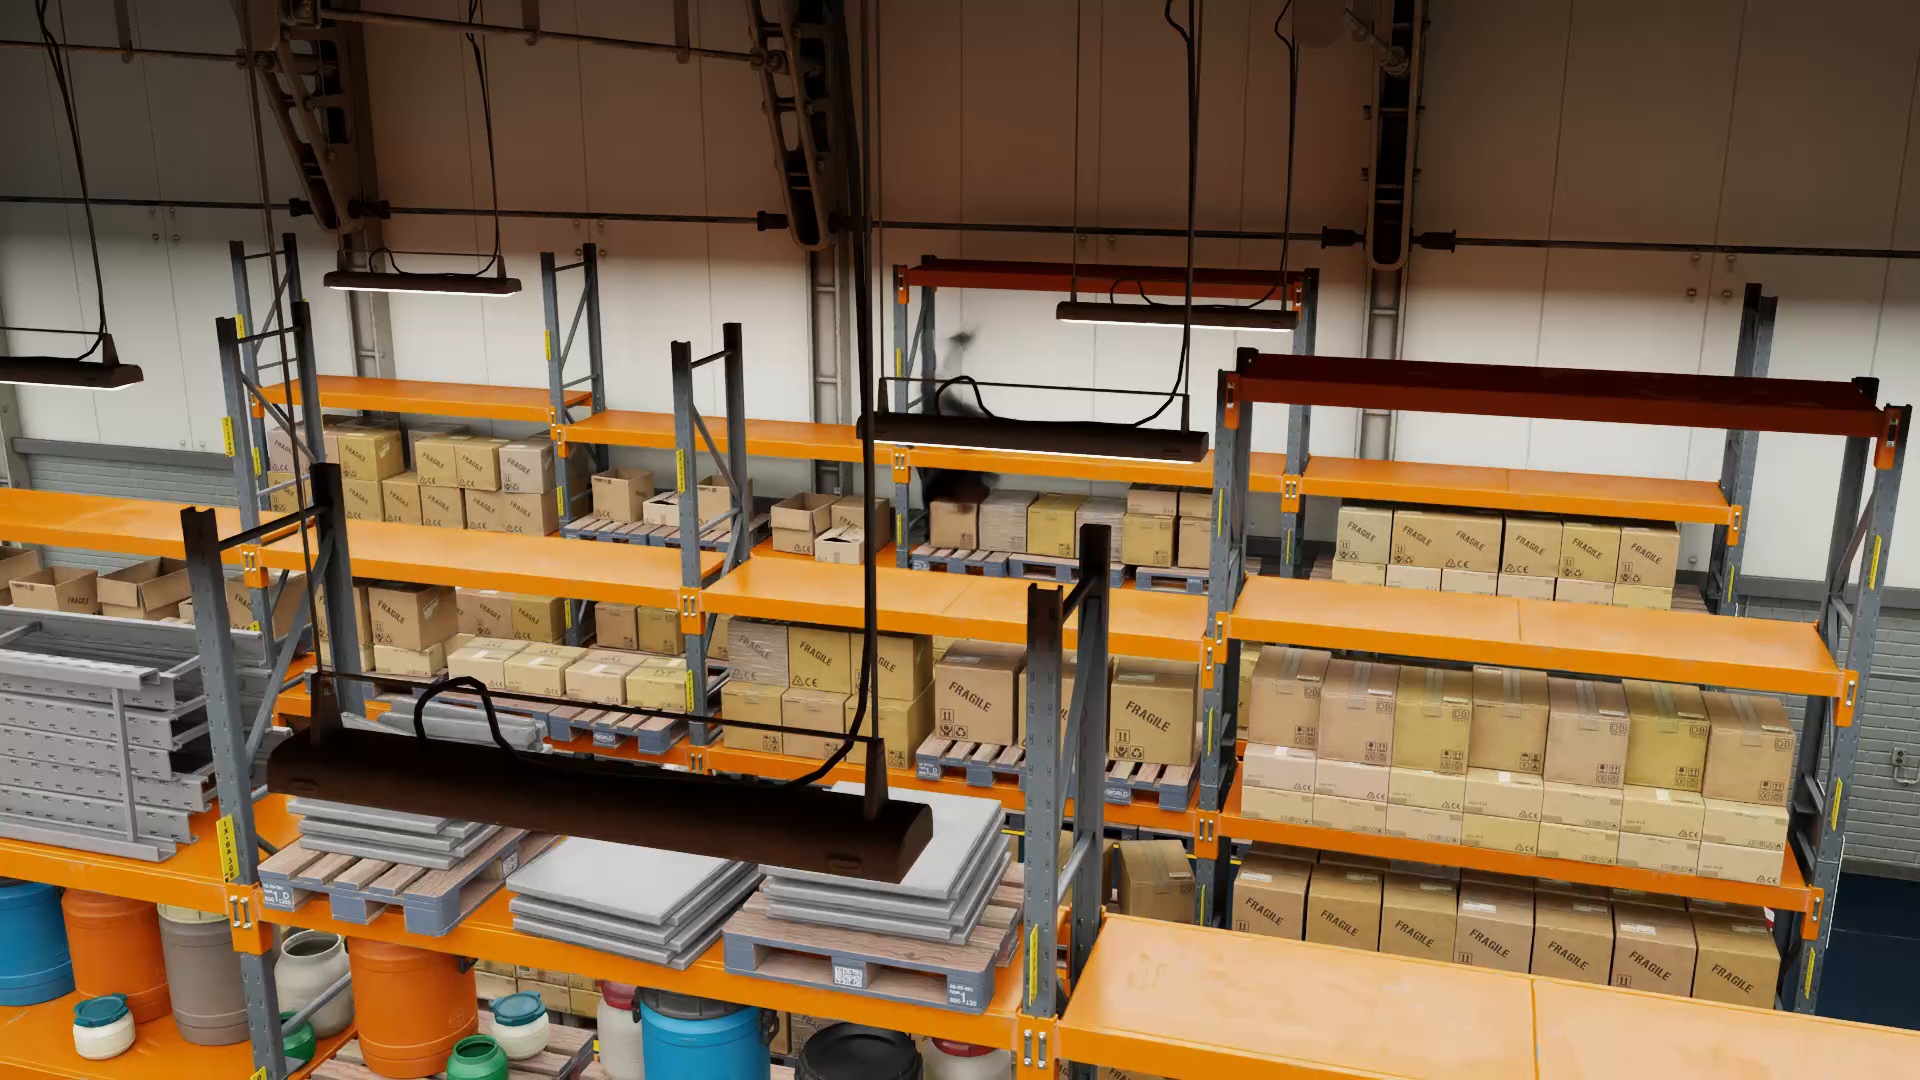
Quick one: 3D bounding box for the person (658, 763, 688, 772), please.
[{"bbox_3d":[-2.590,2.581,15.775,0.621,1.691,0.626,6,17,21],"label":"person"}]
